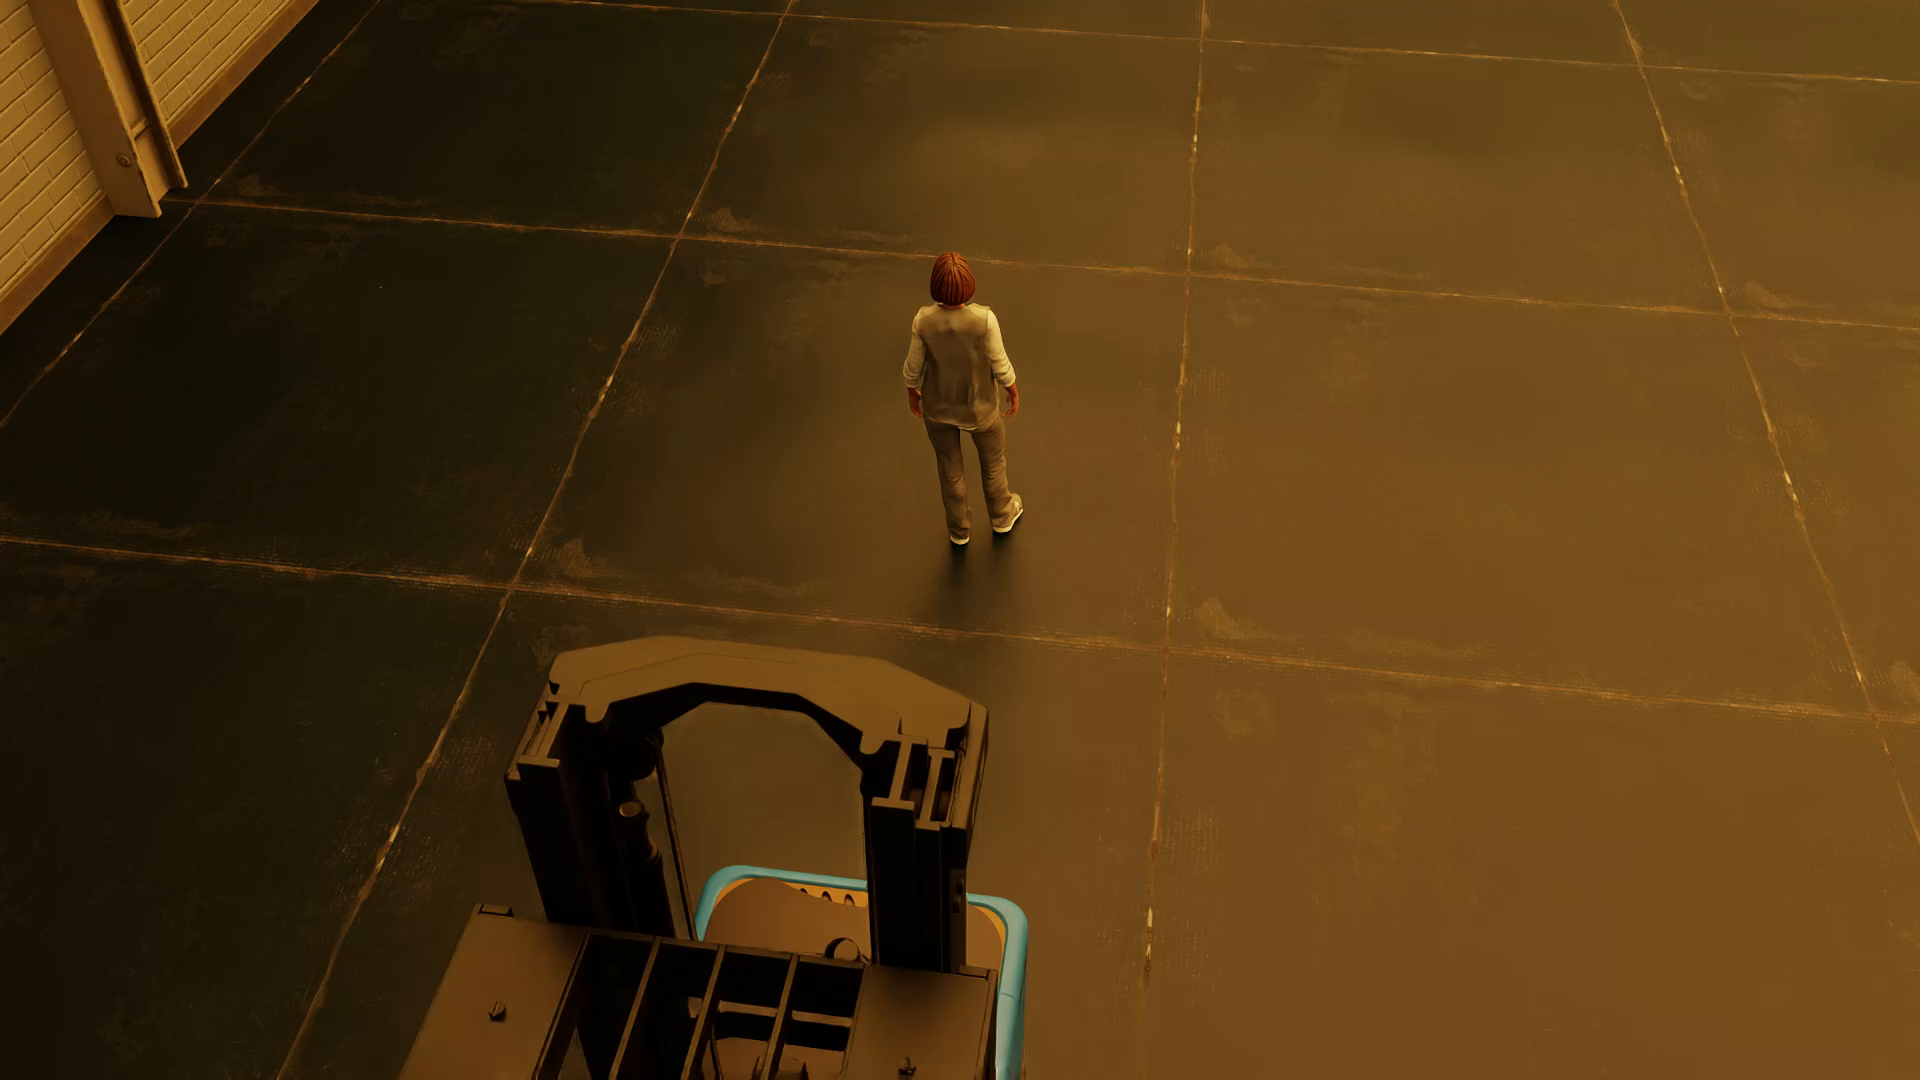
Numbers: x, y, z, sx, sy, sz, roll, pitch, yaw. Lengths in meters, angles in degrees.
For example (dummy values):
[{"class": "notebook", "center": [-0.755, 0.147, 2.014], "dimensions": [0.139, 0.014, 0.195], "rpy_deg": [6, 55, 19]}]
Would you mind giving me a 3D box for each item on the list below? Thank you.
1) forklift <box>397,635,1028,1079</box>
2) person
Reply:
[{"class": "forklift", "center": [-0.505, 1.756, 3.813], "dimensions": [1.130, 2.935, 3.031], "rpy_deg": [6, 43, 6]}, {"class": "person", "center": [0.024, -0.642, 7.398], "dimensions": [0.520, 1.597, 0.475], "rpy_deg": [5, 43, 6]}]
